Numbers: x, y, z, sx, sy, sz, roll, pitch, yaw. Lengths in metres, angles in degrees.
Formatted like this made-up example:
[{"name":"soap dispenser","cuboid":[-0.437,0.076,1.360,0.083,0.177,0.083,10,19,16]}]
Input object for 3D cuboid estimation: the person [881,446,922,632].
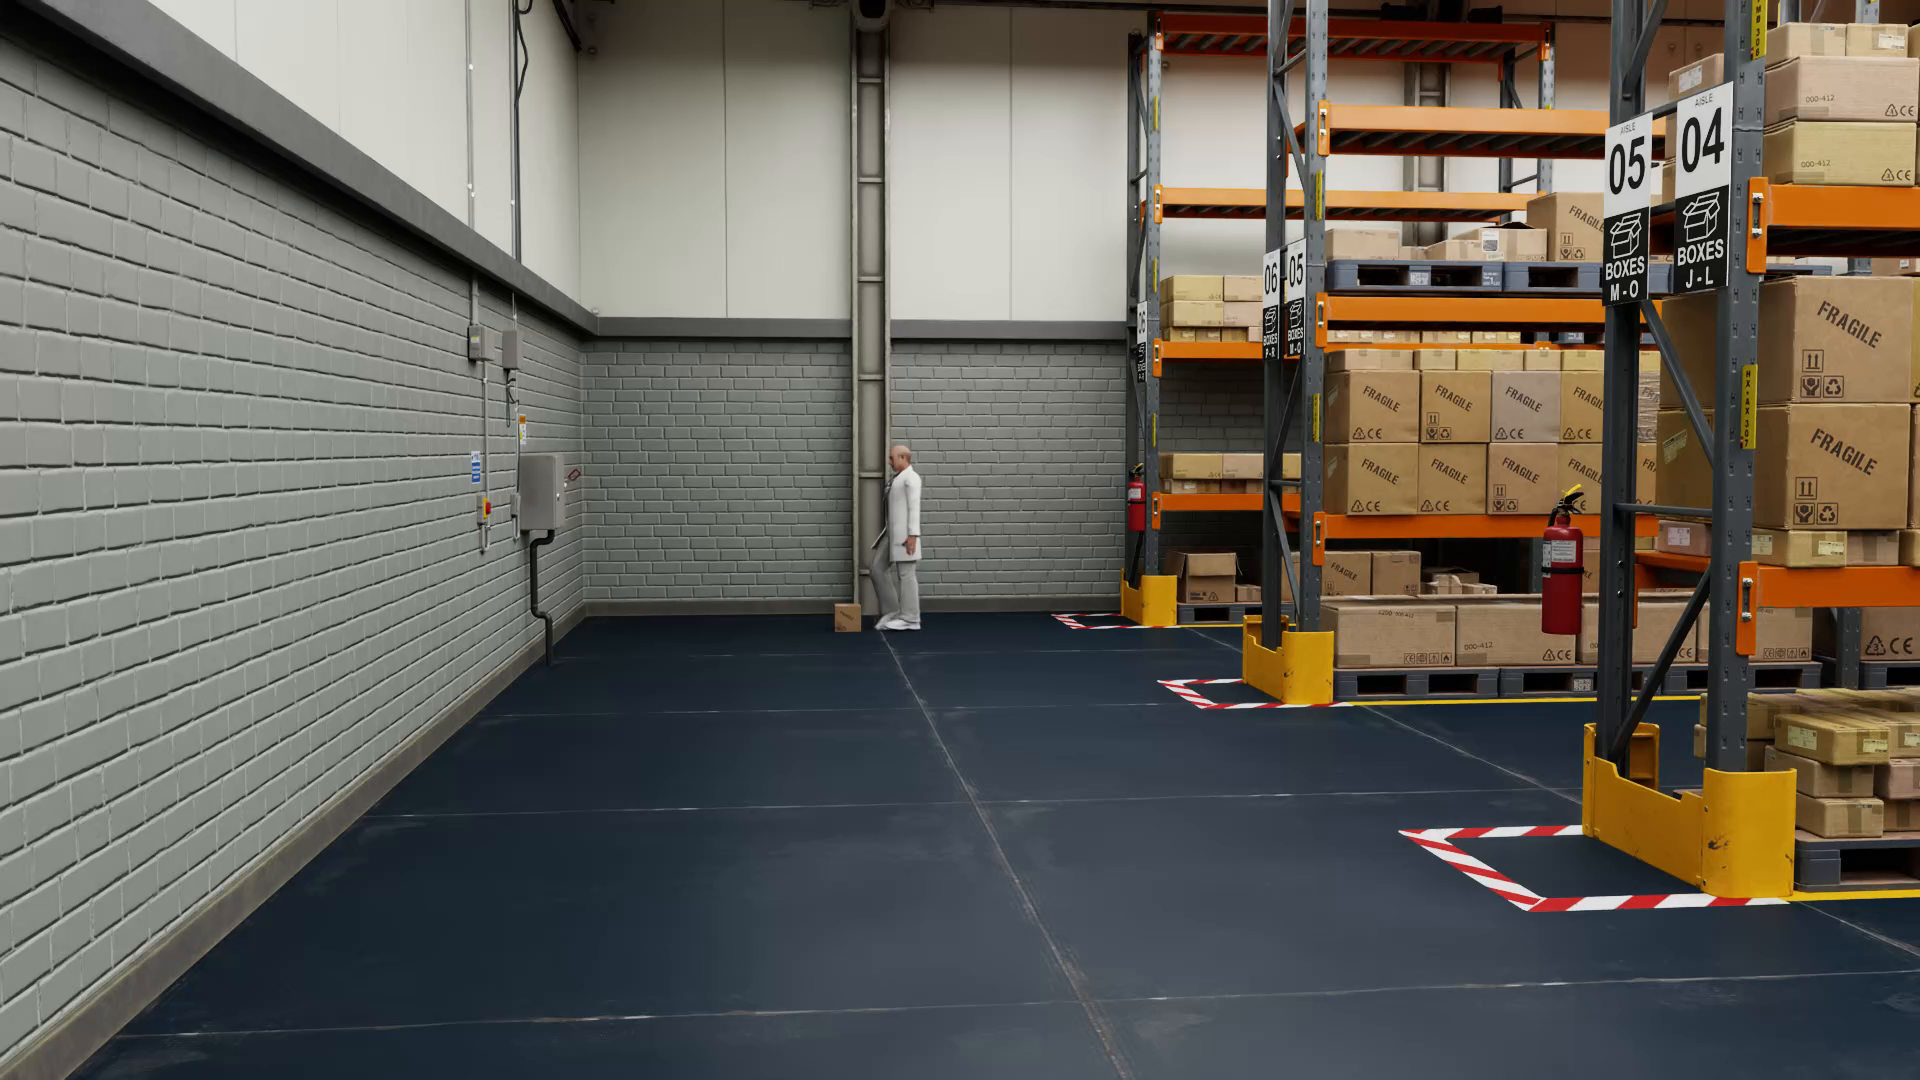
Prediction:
[{"name":"person","cuboid":[-0.566,-0.016,16.038,0.381,1.785,0.570,0,3,-5]}]
